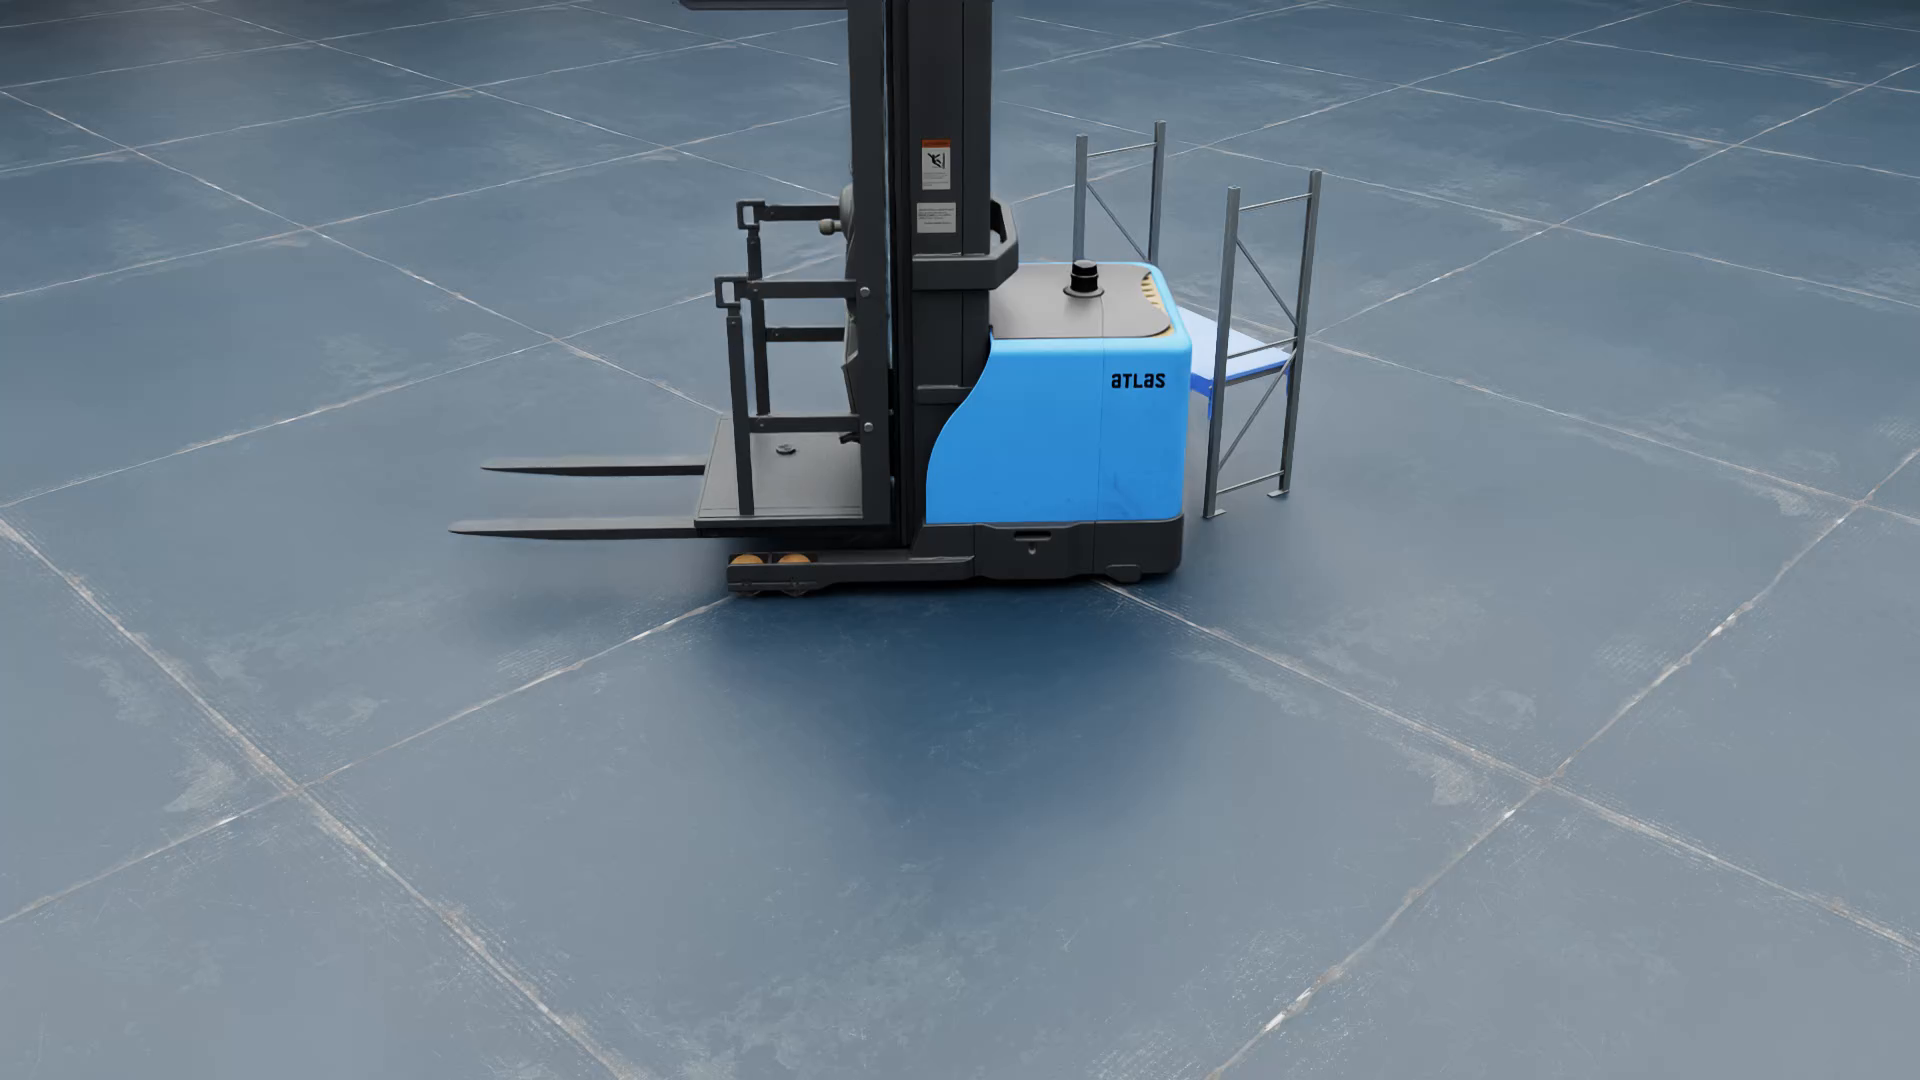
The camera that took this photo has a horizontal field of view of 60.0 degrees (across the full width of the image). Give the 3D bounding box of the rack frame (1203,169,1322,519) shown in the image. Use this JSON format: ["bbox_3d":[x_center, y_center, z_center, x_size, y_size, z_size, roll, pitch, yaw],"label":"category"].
[{"bbox_3d":[1.304,-0.827,7.212,0.500,1.500,0.032,-17,32,-29],"label":"rack frame"}]

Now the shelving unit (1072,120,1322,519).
[{"bbox_3d":[1.022,-1.024,7.587,0.538,1.500,1.048,-17,32,-29],"label":"shelving unit"}]

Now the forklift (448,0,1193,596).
[{"bbox_3d":[-0.608,-1.318,6.608,3.031,2.935,1.130,-1,28,-2],"label":"forklift"}]

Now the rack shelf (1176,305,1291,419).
[{"bbox_3d":[1.022,-0.865,7.670,0.538,0.185,1.000,-17,32,-29],"label":"rack shelf"}]

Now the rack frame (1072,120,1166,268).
[{"bbox_3d":[0.741,-1.221,7.961,0.500,1.500,0.032,-17,32,-29],"label":"rack frame"}]
